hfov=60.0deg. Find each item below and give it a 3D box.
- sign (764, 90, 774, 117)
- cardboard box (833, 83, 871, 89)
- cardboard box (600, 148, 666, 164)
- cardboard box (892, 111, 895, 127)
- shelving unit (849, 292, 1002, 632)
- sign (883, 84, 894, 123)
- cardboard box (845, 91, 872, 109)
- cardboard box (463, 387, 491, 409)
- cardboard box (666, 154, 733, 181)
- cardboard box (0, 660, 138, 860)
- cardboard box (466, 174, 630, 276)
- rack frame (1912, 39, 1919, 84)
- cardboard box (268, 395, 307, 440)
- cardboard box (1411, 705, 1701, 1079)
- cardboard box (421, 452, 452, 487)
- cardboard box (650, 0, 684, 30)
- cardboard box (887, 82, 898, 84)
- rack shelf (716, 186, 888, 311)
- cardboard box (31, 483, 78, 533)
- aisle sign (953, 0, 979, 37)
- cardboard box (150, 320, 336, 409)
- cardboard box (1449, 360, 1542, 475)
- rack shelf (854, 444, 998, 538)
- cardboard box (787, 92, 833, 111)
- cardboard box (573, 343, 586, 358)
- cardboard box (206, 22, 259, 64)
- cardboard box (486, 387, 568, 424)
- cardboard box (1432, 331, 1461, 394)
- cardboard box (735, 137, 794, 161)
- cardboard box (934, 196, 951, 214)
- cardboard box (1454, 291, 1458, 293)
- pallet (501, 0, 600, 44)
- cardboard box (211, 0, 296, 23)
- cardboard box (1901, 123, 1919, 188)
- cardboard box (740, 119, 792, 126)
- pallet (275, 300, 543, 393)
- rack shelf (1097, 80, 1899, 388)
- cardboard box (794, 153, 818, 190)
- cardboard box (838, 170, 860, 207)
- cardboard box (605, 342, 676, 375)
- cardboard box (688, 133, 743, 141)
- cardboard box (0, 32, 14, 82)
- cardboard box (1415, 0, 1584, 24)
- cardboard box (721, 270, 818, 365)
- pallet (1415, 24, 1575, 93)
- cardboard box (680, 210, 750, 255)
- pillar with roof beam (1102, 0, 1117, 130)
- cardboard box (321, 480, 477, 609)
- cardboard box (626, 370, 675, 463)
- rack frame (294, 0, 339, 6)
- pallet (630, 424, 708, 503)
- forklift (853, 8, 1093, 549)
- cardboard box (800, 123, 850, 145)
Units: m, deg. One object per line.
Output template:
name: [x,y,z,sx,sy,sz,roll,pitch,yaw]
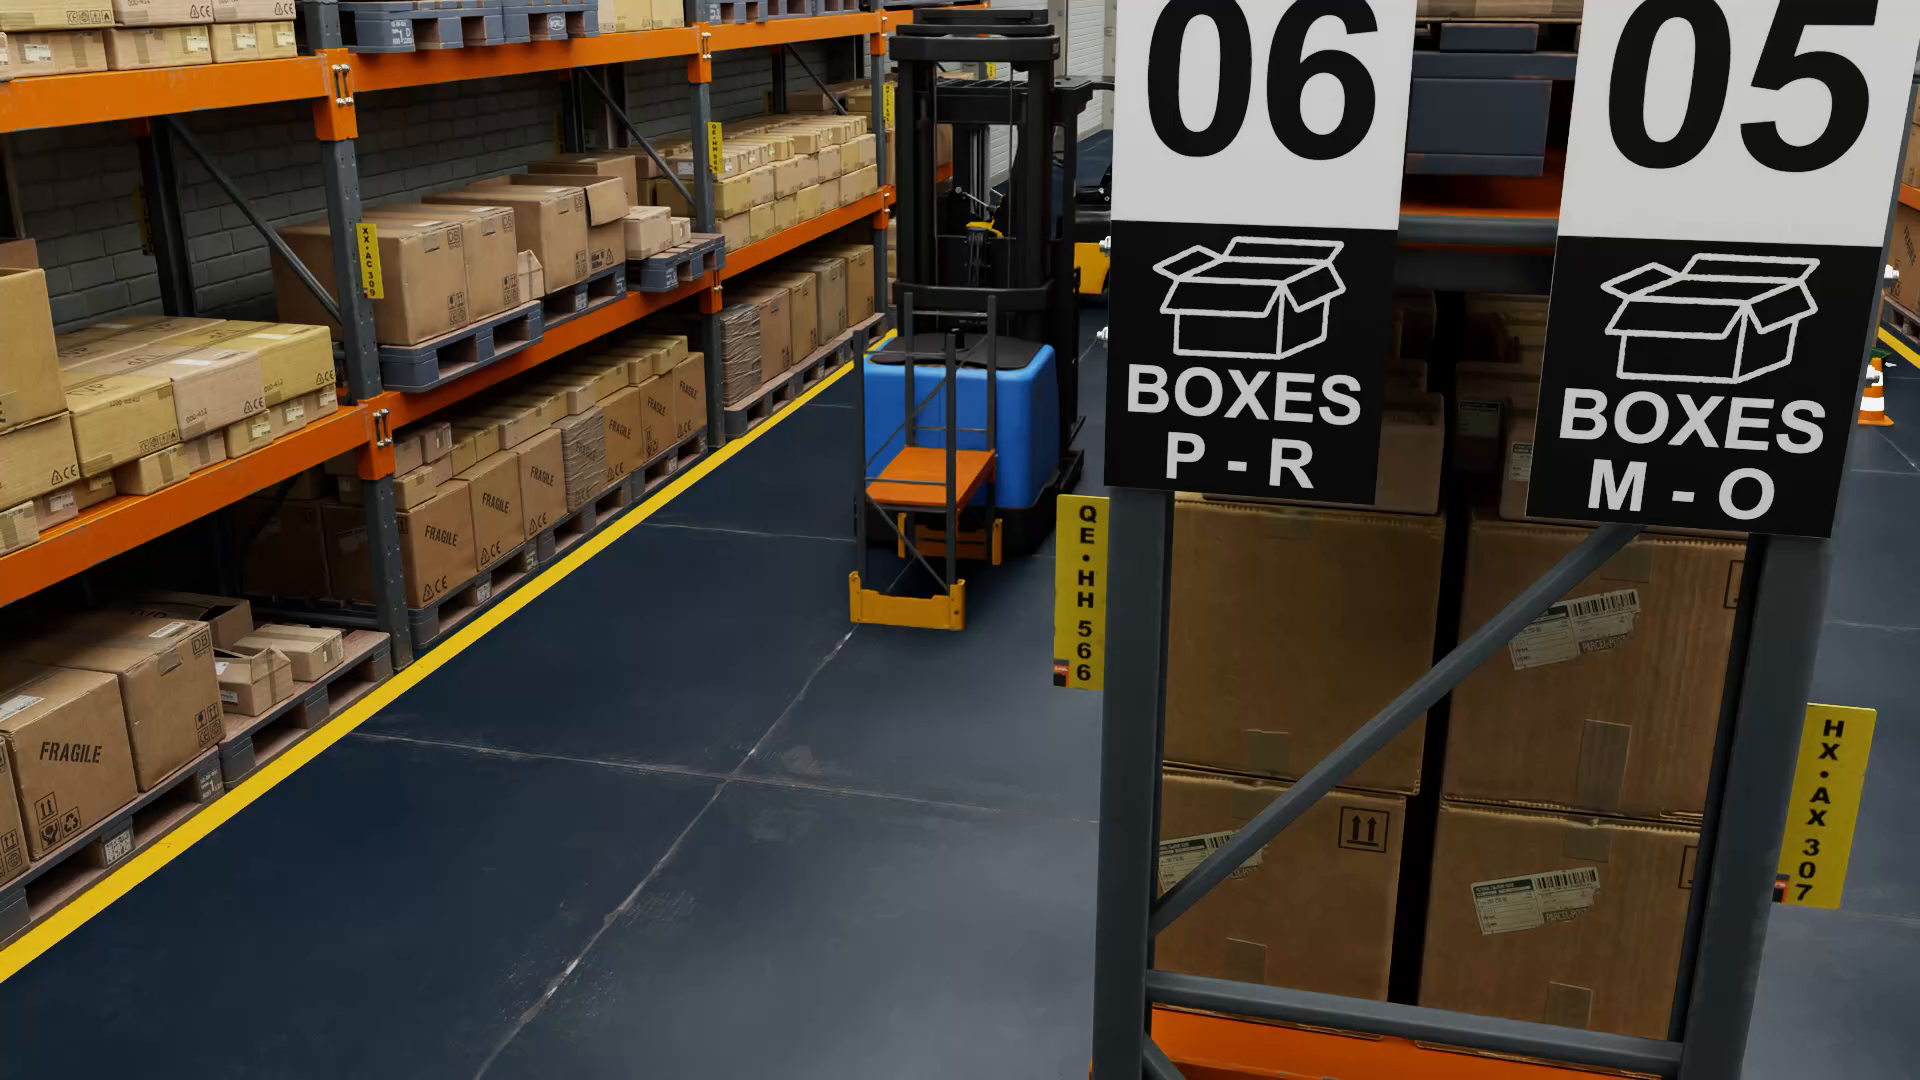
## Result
sign: [-1.698,-3.849,14.852,0.100,0.325,0.005,5,19,13]
cardboard box: [-1.030,-4.376,16.240,0.380,0.149,0.250,4,19,13]
cardboard box: [-2.298,-2.667,11.698,0.380,0.149,0.250,5,20,15]
cardboard box: [-0.765,-3.873,15.227,0.380,0.149,0.250,5,20,15]
shelving unit: [-0.162,-0.439,8.653,0.587,1.500,1.083,4,19,11]
sign: [-0.631,-3.829,14.587,0.100,0.325,0.005,5,19,13]
cardboard box: [-0.834,-4.020,15.198,0.380,0.149,0.250,5,19,14]
cardboard box: [-2.937,-0.797,9.596,0.380,0.149,0.250,4,19,11]
cardboard box: [-1.773,-2.535,11.311,0.380,0.149,0.250,5,20,15]
cardboard box: [-3.377,0.780,5.979,0.500,0.500,0.500,5,19,14]
cardboard box: [-2.356,-1.826,9.582,0.797,0.503,0.637,4,19,12]
rack frame: [0.723,-2.045,1.753,1.000,3.000,0.127,5,19,13]
cardboard box: [-2.989,-0.528,6.983,0.380,0.149,0.250,5,20,15]
cardboard box: [1.119,0.619,3.080,0.500,0.500,0.500,5,19,13]
cardboard box: [-2.776,-0.358,8.308,0.380,0.149,0.250,4,19,12]
cardboard box: [-2.027,-3.273,10.220,0.500,0.250,0.500,4,19,12]
cardboard box: [-0.512,-4.419,16.366,0.380,0.149,0.250,5,19,14]
rack shelf: [-1.648,-2.391,13.159,1.077,0.370,4.000,5,19,13]
cardboard box: [-3.341,-0.130,5.815,0.380,0.149,0.250,5,19,13]
aisle sign: [0.119,-5.839,18.121,0.394,0.787,0.004,5,19,13]
cardboard box: [-3.002,-0.741,6.990,0.500,0.250,0.500,5,20,15]
cardboard box: [1.073,-0.211,2.958,0.380,0.149,0.250,5,20,15]
rack shelf: [-0.160,-0.272,8.720,0.538,0.185,1.000,4,19,11]
cardboard box: [-1.374,-3.977,15.072,0.380,0.149,0.250,5,19,14]
cardboard box: [-2.657,-1.207,10.795,0.380,0.149,0.250,5,20,15]
cardboard box: [-2.978,-1.939,6.471,0.380,0.149,0.250,5,19,13]
cardboard box: [-2.472,-0.766,9.503,0.380,0.149,0.250,5,19,14]
cardboard box: [1.354,-0.179,3.869,0.500,0.500,0.500,5,19,13]
cardboard box: [-1.468,-2.941,12.498,0.380,0.149,0.250,5,20,15]
cardboard box: [-0.356,-3.336,16.871,0.500,0.250,0.500,4,19,12]
cardboard box: [1.560,-0.770,4.596,0.380,0.149,0.250,4,19,12]
pallet: [-2.636,-2.705,8.617,1.213,0.211,1.003,5,19,13]
cardboard box: [-2.989,-2.169,6.528,0.500,0.250,0.500,5,19,14]
cardboard box: [9.038,-3.473,14.983,0.875,0.550,0.550,5,19,13]
cardboard box: [-1.631,-3.461,14.021,0.380,0.149,0.250,5,19,13]
pallet: [-2.813,-1.002,8.276,1.003,0.211,1.213,5,19,13]
rack shelf: [1.212,-0.912,4.189,1.077,0.370,4.000,5,19,13]
cardboard box: [-1.422,-2.871,12.912,0.500,0.250,0.500,5,19,14]
cardboard box: [-1.146,-2.950,13.917,0.500,0.250,0.500,5,19,13]
cardboard box: [-2.048,-1.164,10.670,0.380,0.149,0.250,4,19,11]
cardboard box: [-1.897,-3.059,12.845,0.380,0.149,0.250,5,20,15]
cardboard box: [-3.263,-1.530,5.275,0.380,0.149,0.250,5,20,14]
cardboard box: [0.746,-0.949,2.611,0.500,0.250,0.500,3,19,8]
cardboard box: [-1.655,-1.790,13.312,0.875,0.625,0.625,4,19,11]
pallet: [1.190,-1.200,4.058,1.003,0.211,1.213,5,19,13]
cardboard box: [-1.791,-2.153,11.583,0.500,0.250,0.500,5,19,14]
pillar with roof beam: [7.346,-12.605,32.671,9.100,9.000,0.400,5,19,13]
cardboard box: [-2.777,0.000,8.265,0.500,0.500,0.500,6,20,16]
cardboard box: [-2.164,-0.815,10.649,0.500,0.500,0.500,4,19,13]
rack frame: [-3.114,-3.690,6.567,1.000,3.000,0.127,5,19,13]
pallet: [-2.356,-0.554,10.982,1.003,0.211,1.213,5,19,13]
forklift: [0.204,-1.773,10.344,1.130,2.935,3.031,4,19,11]
cardboard box: [-1.119,-3.340,13.667,0.380,0.149,0.250,4,19,12]
